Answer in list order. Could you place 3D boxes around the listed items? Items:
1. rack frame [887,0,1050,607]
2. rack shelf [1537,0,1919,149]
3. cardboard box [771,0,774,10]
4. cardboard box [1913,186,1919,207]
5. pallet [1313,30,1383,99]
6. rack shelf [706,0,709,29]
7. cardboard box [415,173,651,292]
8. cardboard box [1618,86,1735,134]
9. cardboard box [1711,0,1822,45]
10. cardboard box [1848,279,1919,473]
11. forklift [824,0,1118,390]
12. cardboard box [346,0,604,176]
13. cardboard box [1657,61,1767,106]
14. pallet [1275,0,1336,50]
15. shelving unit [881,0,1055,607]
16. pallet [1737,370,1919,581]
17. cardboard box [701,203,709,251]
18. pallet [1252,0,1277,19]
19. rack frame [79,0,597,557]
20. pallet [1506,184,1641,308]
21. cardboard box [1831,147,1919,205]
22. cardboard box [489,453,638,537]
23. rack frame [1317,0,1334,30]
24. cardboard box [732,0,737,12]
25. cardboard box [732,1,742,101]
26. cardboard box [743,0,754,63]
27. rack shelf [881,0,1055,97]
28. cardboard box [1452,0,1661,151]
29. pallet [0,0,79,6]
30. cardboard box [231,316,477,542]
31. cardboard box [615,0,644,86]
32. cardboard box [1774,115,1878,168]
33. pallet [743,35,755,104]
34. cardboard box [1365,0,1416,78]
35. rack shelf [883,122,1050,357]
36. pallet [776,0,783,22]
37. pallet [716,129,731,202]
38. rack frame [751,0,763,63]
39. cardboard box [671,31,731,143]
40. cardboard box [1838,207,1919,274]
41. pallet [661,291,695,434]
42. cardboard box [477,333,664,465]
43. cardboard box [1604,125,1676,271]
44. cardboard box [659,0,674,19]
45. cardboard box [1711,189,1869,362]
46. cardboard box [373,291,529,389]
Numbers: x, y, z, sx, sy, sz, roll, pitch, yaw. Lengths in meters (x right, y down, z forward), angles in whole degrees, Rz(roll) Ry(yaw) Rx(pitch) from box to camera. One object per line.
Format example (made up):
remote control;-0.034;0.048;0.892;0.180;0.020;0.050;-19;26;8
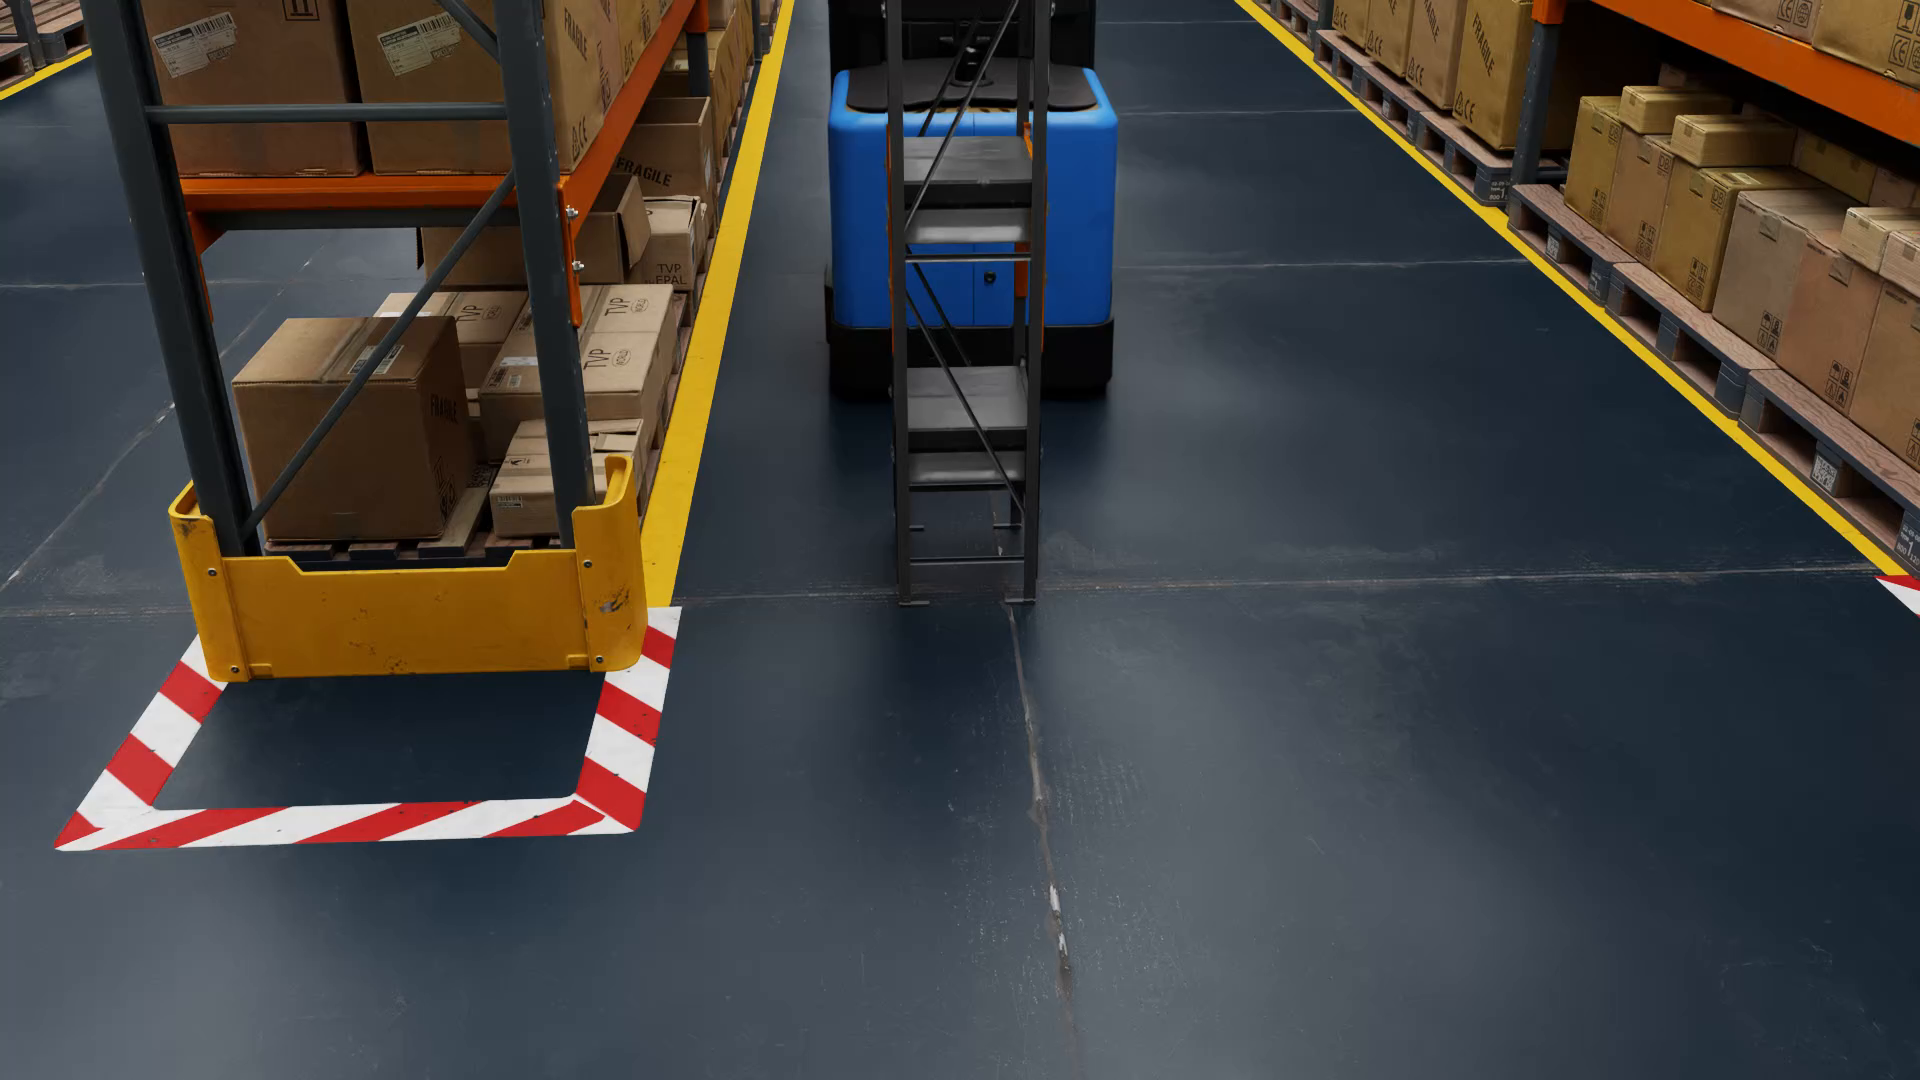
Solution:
rack frame;0.021;-0.742;4.402;0.400;2.100;0.015;-1;28;-3
rack shelf;3.366;-1.727;6.095;1.077;0.370;4.000;-1;28;-3
cardboard box;-1.655;-4.143;12.470;0.500;0.250;0.500;-2;28;-4
cardboard box;3.500;-1.105;5.673;0.380;0.149;0.250;-1;28;-2
pallet;3.018;-3.214;11.185;1.003;0.211;1.213;-1;28;-3
rack shelf;-1.790;-3.453;9.404;1.077;0.370;4.000;-1;28;-3
cardboard box;-1.582;-1.069;6.279;0.797;0.503;0.637;-1;28;-3
cardboard box;3.034;-1.824;7.052;0.380;0.149;0.250;0;28;-1
cardboard box;3.354;-2.178;5.859;0.980;0.700;0.700;-3;28;-5
cardboard box;3.334;-0.521;5.254;0.700;0.500;0.500;-1;28;-3
forklift;0.000;-2.499;6.871;1.130;2.935;3.031;-1;28;-2
cardboard box;-1.236;-1.256;4.307;0.500;0.500;0.500;-1;28;-2
cardboard box;3.389;-2.059;7.501;0.380;0.149;0.250;-2;28;-3
pallet;3.013;-3.941;12.578;1.003;0.211;1.213;-1;28;-3
shelving unit;0.009;-0.855;4.618;0.431;2.100;0.503;-1;28;-3
pallet;3.350;-0.253;5.507;1.003;0.211;1.213;-1;28;-3
cardboard box;-1.293;-1.351;7.204;0.380;0.149;0.250;-1;28;-3
pallet;2.952;-4.503;13.656;1.003;0.211;1.213;-1;28;-3
rack frame;-1.477;-1.001;3.925;1.000;3.000;0.127;-1;28;-3
pallet;3.223;-1.380;7.667;1.003;0.211;1.213;-1;28;-3
cardboard box;3.472;-1.341;6.125;0.380;0.149;0.250;-1;28;-2
cardboard box;-1.155;-0.133;4.869;0.380;0.149;0.250;-1;28;-3
rack frame;3.052;-4.817;11.241;1.000;3.000;0.127;-1;28;-3
cardboard box;-1.546;-3.190;9.539;0.500;0.250;0.500;-2;28;-4
cardboard box;-1.551;-2.875;9.745;0.500;0.500;0.500;-2;28;-5
cardboard box;-1.611;-3.356;10.668;0.500;0.500;0.500;0;28;-1
rack shelf;0.009;-1.463;4.300;0.431;0.518;0.480;-1;28;-3
cardboard box;3.098;-2.499;8.669;0.750;0.750;0.750;-1;28;-2
pallet;-6.903;-4.262;13.193;1.003;0.211;1.213;-1;28;-3
cardboard box;-1.751;-0.333;4.871;0.500;0.500;0.500;-1;28;-3
cardboard box;-1.292;-1.726;5.208;0.500;0.500;0.500;-1;28;-3
cardboard box;3.445;-1.577;6.578;0.380;0.149;0.250;-1;28;-2
pallet;-1.893;-3.113;10.991;1.003;0.211;1.213;-1;28;-3
cardboard box;2.999;-3.302;10.208;0.750;0.750;0.750;-2;28;-3
rack shelf;0.009;-0.842;4.624;0.431;0.518;0.480;-1;28;-3
pallet;-1.959;-4.402;13.462;1.003;0.211;1.213;-1;28;-3
pallet;-1.766;-1.986;8.830;1.003;0.211;1.213;-1;28;-3
rack frame;-1.894;-4.695;11.009;1.000;3.000;0.127;-1;28;-3
cardboard box;-1.506;-2.410;8.855;0.500;0.500;0.500;-1;28;-2
cardboard box;3.131;-0.981;5.435;0.380;0.149;0.250;-1;28;-1
pallet;-1.584;-0.730;6.421;1.003;0.211;1.213;-1;28;-3
cardboard box;-1.248;-0.466;5.397;0.500;0.250;0.500;-1;28;-3
cardboard box;3.221;-1.467;7.069;0.700;0.500;0.500;-2;28;-3
cardboard box;-1.346;-2.192;6.102;0.500;0.500;0.500;-1;28;-1
cardboard box;3.281;-0.984;6.142;0.700;0.500;0.500;-2;28;-4
cardboard box;-1.771;-0.661;5.772;0.500;0.250;0.500;-1;28;-3
